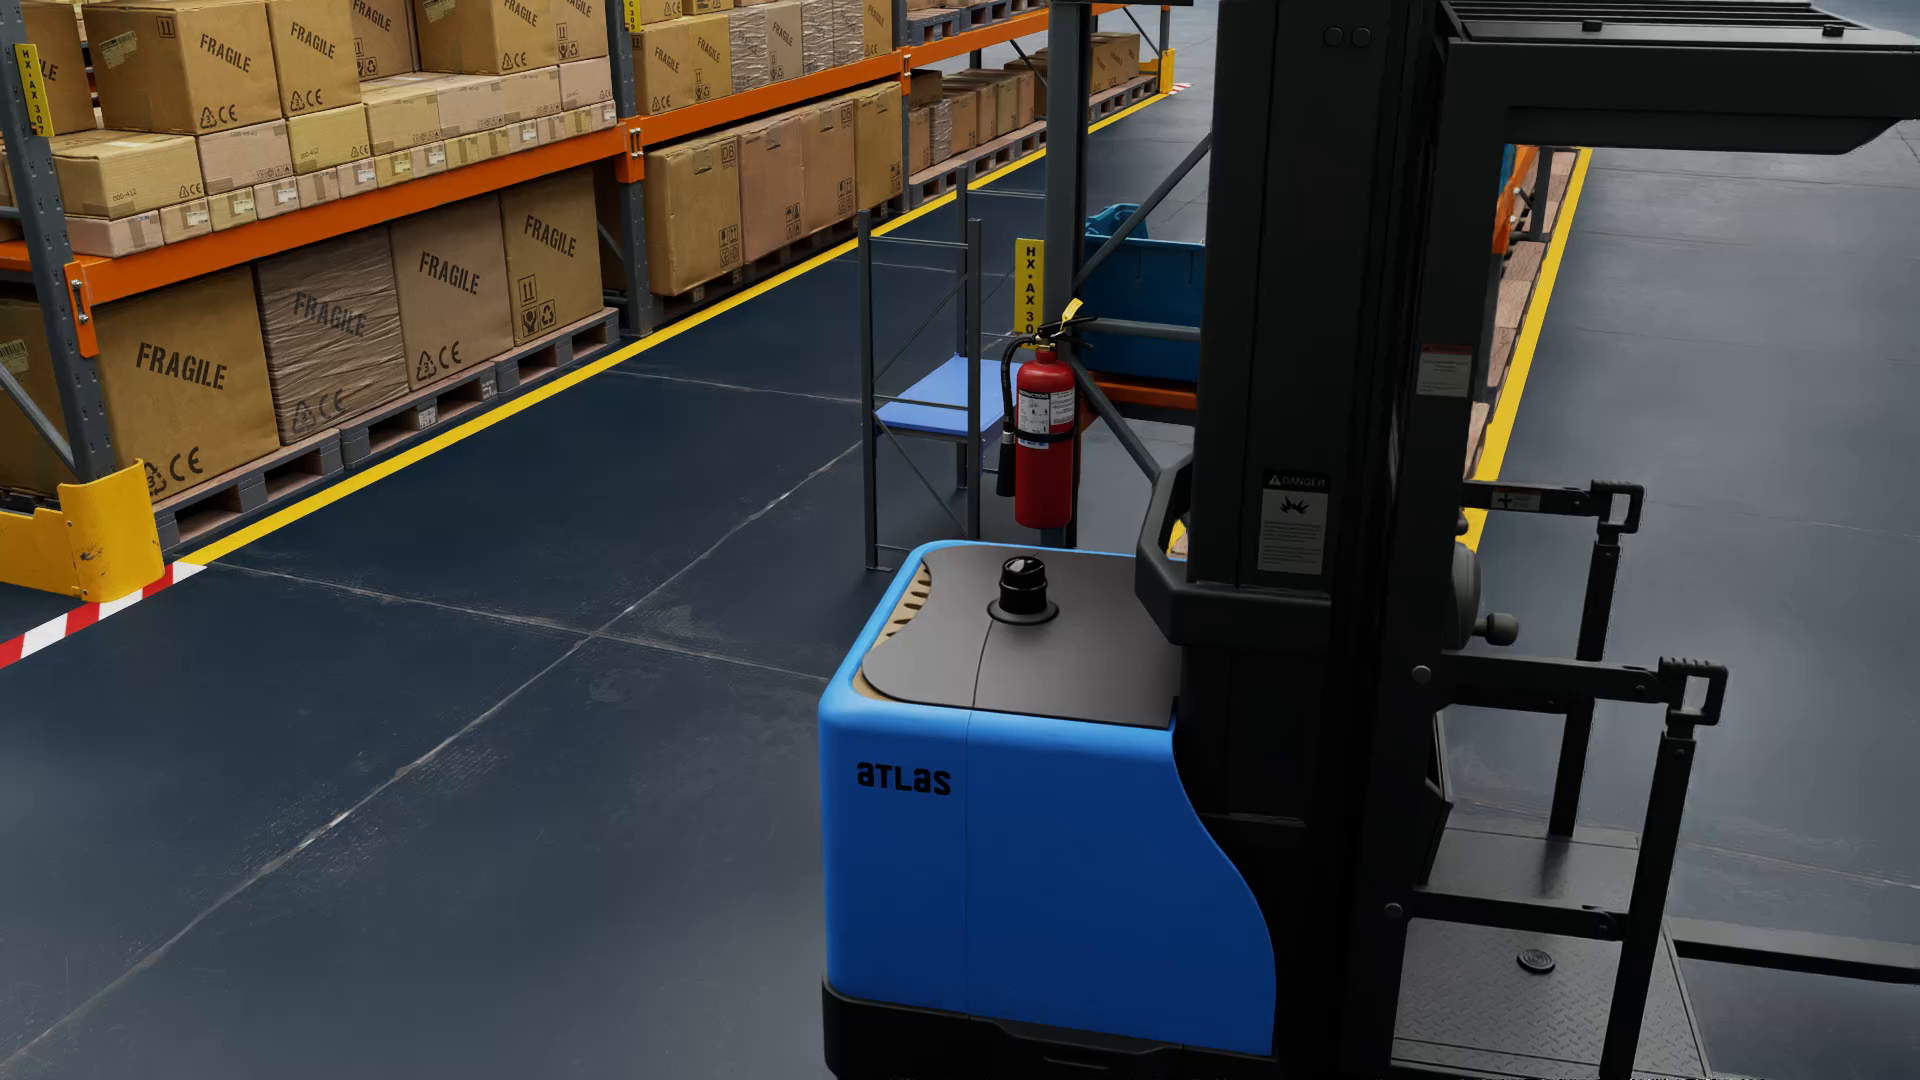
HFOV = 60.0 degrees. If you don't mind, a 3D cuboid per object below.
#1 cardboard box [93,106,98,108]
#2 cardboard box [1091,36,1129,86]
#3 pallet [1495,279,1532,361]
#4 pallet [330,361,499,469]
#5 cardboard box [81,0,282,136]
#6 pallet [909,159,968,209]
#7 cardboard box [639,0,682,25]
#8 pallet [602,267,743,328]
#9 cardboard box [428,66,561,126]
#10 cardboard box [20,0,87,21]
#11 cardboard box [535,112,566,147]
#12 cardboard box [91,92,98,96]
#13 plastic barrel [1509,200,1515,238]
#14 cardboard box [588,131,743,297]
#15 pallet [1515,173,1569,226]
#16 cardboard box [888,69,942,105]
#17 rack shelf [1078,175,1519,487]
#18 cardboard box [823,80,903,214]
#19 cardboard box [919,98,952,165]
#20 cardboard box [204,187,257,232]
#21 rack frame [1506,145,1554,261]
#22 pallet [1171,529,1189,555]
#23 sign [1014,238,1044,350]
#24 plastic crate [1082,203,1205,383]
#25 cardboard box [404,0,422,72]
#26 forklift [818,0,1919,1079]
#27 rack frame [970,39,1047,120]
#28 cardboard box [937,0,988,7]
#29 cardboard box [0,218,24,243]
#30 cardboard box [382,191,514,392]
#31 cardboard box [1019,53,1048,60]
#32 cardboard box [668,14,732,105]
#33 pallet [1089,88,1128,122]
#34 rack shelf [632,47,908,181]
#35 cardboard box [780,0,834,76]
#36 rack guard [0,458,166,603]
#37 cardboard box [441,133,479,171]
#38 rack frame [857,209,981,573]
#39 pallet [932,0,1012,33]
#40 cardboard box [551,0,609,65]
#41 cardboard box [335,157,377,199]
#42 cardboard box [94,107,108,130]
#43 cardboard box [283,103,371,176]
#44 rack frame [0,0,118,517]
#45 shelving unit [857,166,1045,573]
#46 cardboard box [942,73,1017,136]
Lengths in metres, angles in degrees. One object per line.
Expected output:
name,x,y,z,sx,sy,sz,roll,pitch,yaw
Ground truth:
cardboard box,-6.436,-3.068,12.427,0.500,0.250,0.500,8,24,18
cardboard box,1.632,-5.603,19.470,0.500,0.500,0.500,16,28,34
pallet,2.988,-1.421,10.377,1.003,0.211,1.213,9,24,20
pallet,-3.195,-0.723,8.706,1.003,0.211,1.213,9,24,20
cardboard box,-3.259,-2.003,6.989,0.500,0.500,0.500,8,24,19
pallet,-0.610,-3.132,14.475,1.003,0.211,1.213,9,24,20
cardboard box,-2.158,-3.447,10.179,0.797,0.503,0.637,8,24,19
pallet,-2.171,-1.708,11.066,1.003,0.211,1.213,9,24,20
cardboard box,-2.498,-2.395,8.901,0.500,0.250,0.500,10,24,22
cardboard box,-6.382,-3.745,11.719,0.380,0.149,0.250,9,24,21
cardboard box,-2.388,-2.252,9.076,0.380,0.149,0.250,8,24,19
cardboard box,-9.617,-5.006,18.207,0.950,0.372,0.625,8,24,19
plastic barrel,3.531,-2.445,11.484,0.600,0.830,0.708,9,24,20
cardboard box,-2.169,-2.154,10.726,1.225,0.875,0.875,9,24,20
pallet,4.475,-2.851,13.801,1.003,0.211,1.213,9,24,20
cardboard box,-0.493,-3.971,14.563,0.500,0.250,0.500,12,25,26
rack shelf,1.468,-0.952,6.570,1.077,0.370,4.000,9,24,20
cardboard box,-1.178,-3.109,13.013,1.225,0.875,0.875,8,24,18
cardboard box,-0.478,-3.632,14.726,0.700,0.500,0.500,7,24,16
cardboard box,-3.247,-1.424,7.094,0.380,0.149,0.250,8,24,19
rack frame,3.696,-3.431,11.571,1.000,3.000,0.127,9,24,20
pallet,1.522,-0.006,6.990,1.003,0.211,1.213,9,24,20
sign,0.208,-0.716,4.861,0.100,0.325,0.005,9,24,20
plastic crate,0.676,-0.758,5.050,0.616,0.435,0.499,9,24,20
cardboard box,-2.993,-2.812,8.927,0.500,0.500,0.500,9,24,20
forklift,1.241,-0.073,3.622,3.031,2.935,1.130,5,23,11
rack frame,0.584,-5.571,16.696,1.000,3.000,0.127,9,24,20
cardboard box,-0.066,-4.831,14.574,0.500,0.250,0.500,8,24,19
cardboard box,-4.047,-1.336,6.881,0.380,0.149,0.250,9,24,21
cardboard box,-3.042,-1.375,8.861,0.875,0.875,0.875,9,24,20
cardboard box,0.975,-4.955,17.919,0.500,0.500,0.500,18,29,37
cardboard box,-1.799,-3.063,10.562,0.500,0.500,0.500,9,24,20
pallet,1.252,-4.968,18.869,1.003,0.211,1.213,9,24,20
rack shelf,-1.645,-3.092,11.694,1.077,0.370,4.000,9,24,20
cardboard box,-1.236,-3.610,11.871,0.500,0.500,0.500,8,24,18
rack guard,-3.883,-0.115,6.876,1.175,0.500,0.348,9,24,20
cardboard box,-2.674,-1.976,8.416,0.380,0.149,0.250,8,24,19
rack frame,-0.157,-0.541,6.599,0.500,1.500,0.032,9,24,20
pallet,-0.205,-4.765,15.016,1.003,0.211,1.213,9,24,20
cardboard box,-2.310,-2.920,9.184,0.500,0.500,0.500,10,24,22
cardboard box,-2.960,-1.701,7.757,0.380,0.149,0.250,8,24,19
cardboard box,-3.751,-1.738,7.327,0.500,0.250,0.500,8,24,19
cardboard box,-3.068,-1.844,7.582,0.500,0.250,0.500,8,24,18
rack frame,-3.874,-1.277,6.415,1.000,3.000,0.127,9,24,20
shelving unit,0.032,-0.723,7.034,0.538,1.500,1.048,9,24,20
cardboard box,0.141,-4.236,16.172,0.700,0.500,0.500,9,24,20
